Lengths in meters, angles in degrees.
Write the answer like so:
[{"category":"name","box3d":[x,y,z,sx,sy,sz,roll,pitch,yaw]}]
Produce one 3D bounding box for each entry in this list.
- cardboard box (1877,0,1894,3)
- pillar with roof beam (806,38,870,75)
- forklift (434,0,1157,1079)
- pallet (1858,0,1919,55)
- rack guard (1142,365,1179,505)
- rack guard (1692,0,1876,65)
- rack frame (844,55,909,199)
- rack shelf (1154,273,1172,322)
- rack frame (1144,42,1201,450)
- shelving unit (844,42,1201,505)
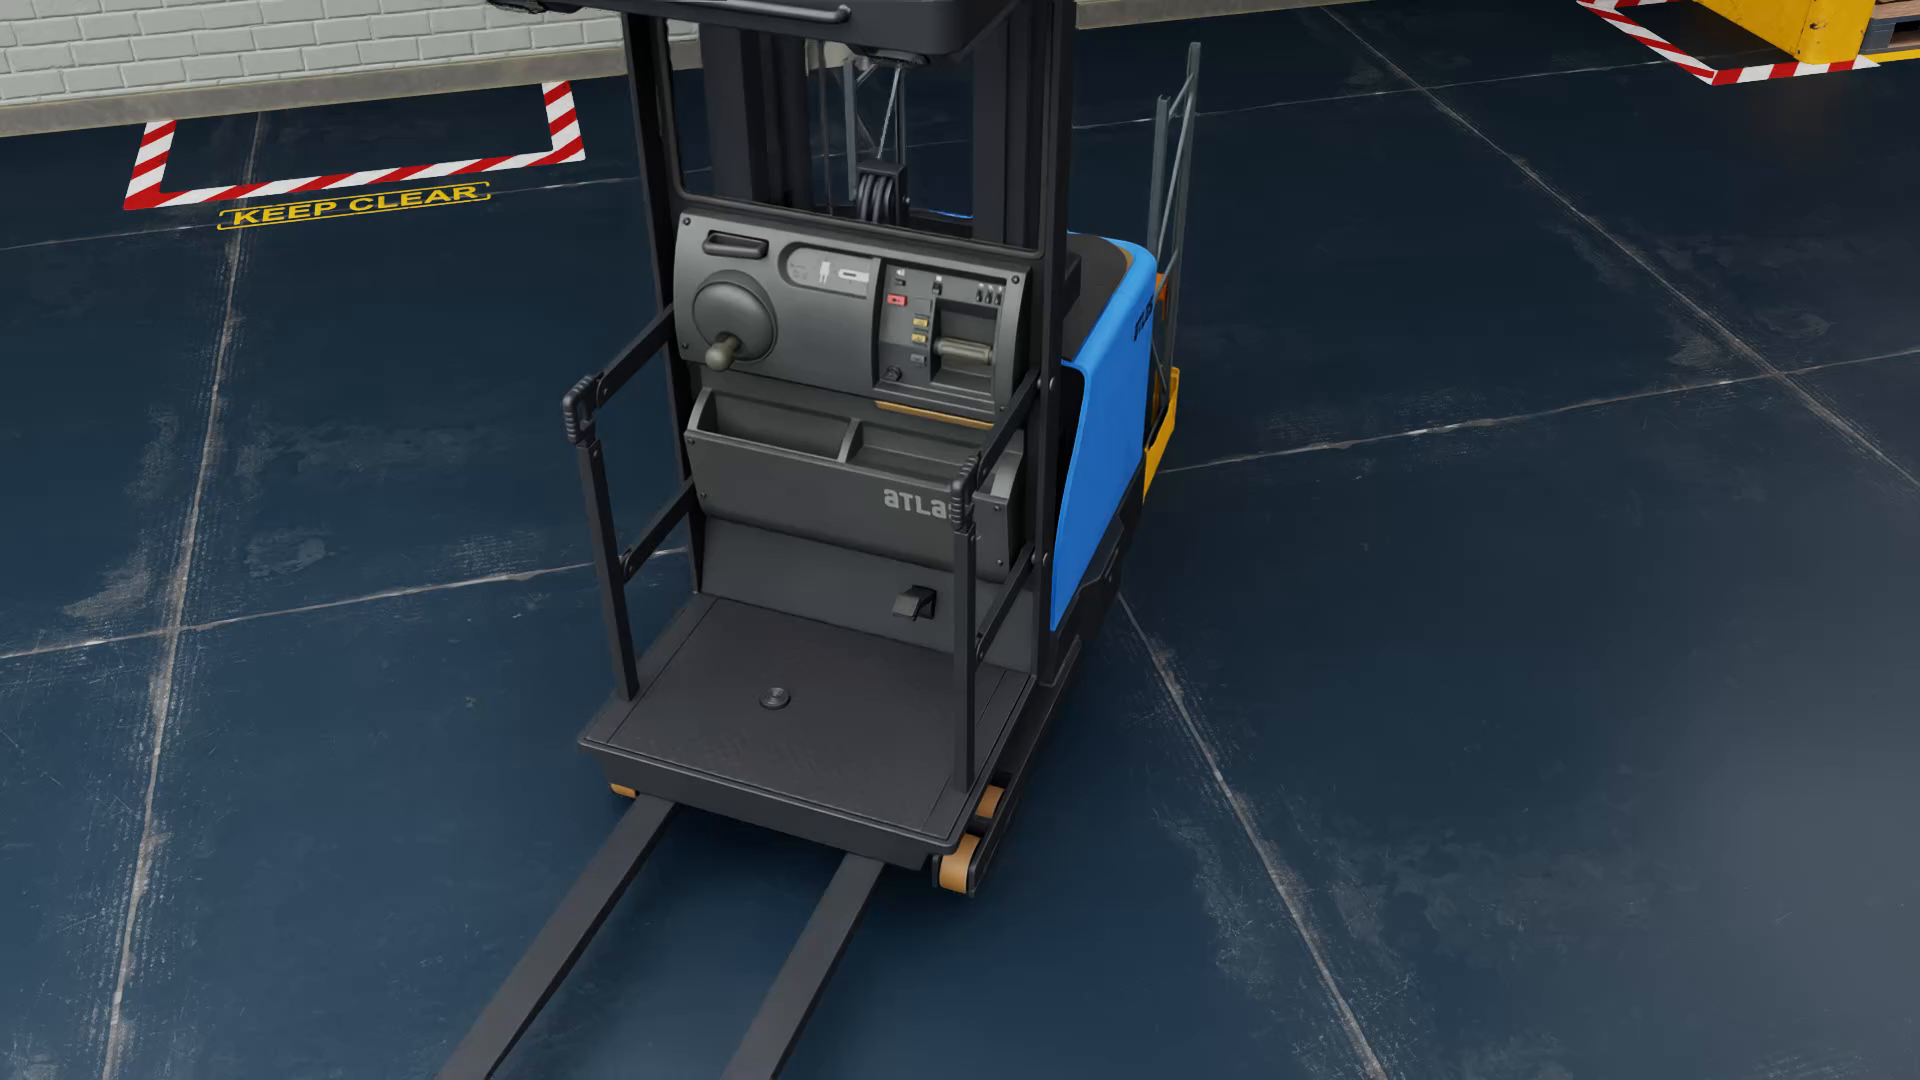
[{"category":"cardboard box","box3d":[5.309,-3.328,9.482,0.500,0.311,0.500,-14,39,-17]},{"category":"pillar with roof beam","box3d":[0.398,-3.690,3.167,0.400,9.000,9.100,-9,38,-12]},{"category":"forklift","box3d":[-0.360,-0.497,3.987,1.130,2.935,3.031,13,39,16]},{"category":"pallet","box3d":[5.484,-3.177,9.729,1.213,0.211,1.003,-9,38,-12]},{"category":"rack guard","box3d":[0.687,-0.377,6.037,0.087,0.250,0.587,11,39,14]},{"category":"rack guard","box3d":[4.691,-3.184,9.500,0.348,0.500,1.175,-9,38,-12]},{"category":"rack frame","box3d":[-0.276,-1.068,5.911,0.032,1.500,0.500,11,39,14]},{"category":"rack shelf","box3d":[0.206,-0.828,5.894,1.000,0.185,0.538,11,39,14]},{"category":"rack frame","box3d":[0.689,-0.873,5.657,0.032,1.500,0.500,11,39,14]},{"category":"shelving unit","box3d":[0.215,-0.969,5.782,1.083,1.500,0.587,11,39,14]}]
